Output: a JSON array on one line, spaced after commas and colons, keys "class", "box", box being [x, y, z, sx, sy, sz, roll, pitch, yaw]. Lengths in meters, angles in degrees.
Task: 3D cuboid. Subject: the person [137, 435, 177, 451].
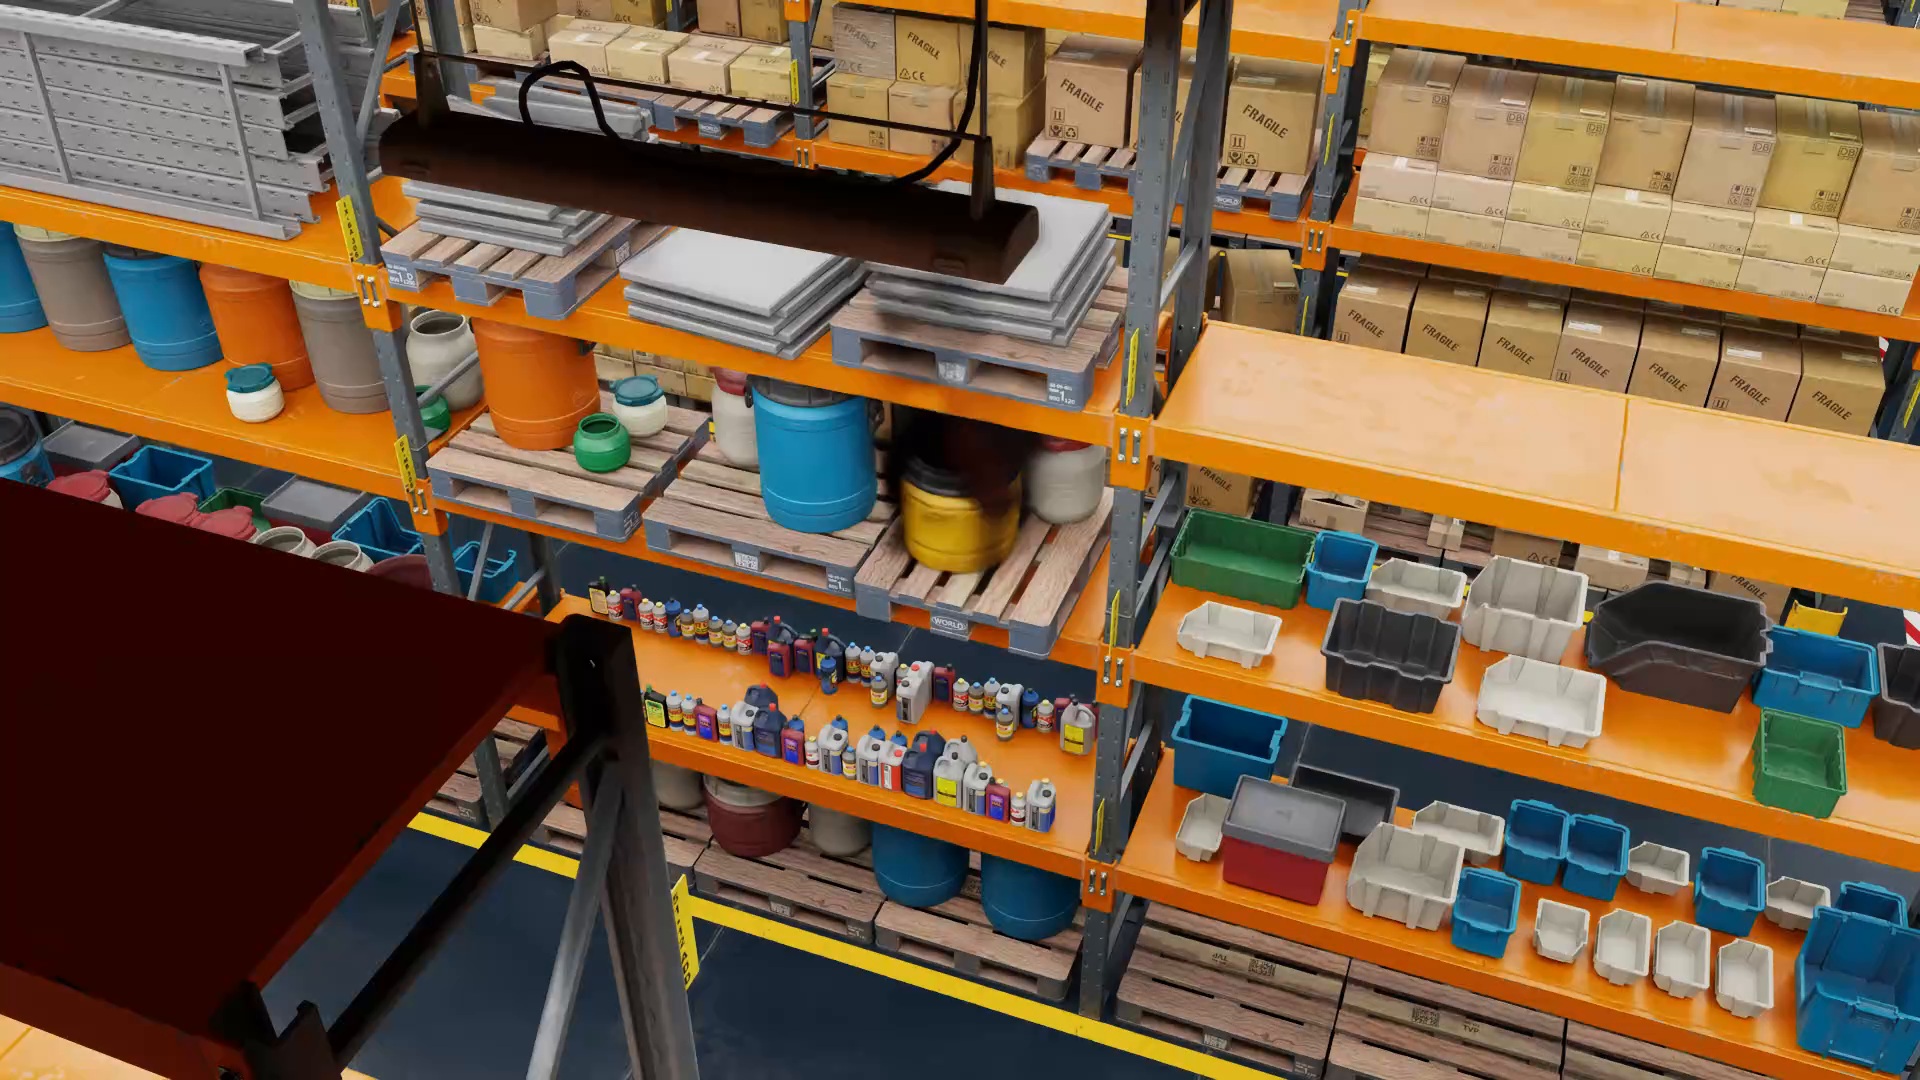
[{"class": "person", "box": [-6.330, -0.901, 13.156, 0.953, 1.700, 0.660, 12, 38, 15]}]
